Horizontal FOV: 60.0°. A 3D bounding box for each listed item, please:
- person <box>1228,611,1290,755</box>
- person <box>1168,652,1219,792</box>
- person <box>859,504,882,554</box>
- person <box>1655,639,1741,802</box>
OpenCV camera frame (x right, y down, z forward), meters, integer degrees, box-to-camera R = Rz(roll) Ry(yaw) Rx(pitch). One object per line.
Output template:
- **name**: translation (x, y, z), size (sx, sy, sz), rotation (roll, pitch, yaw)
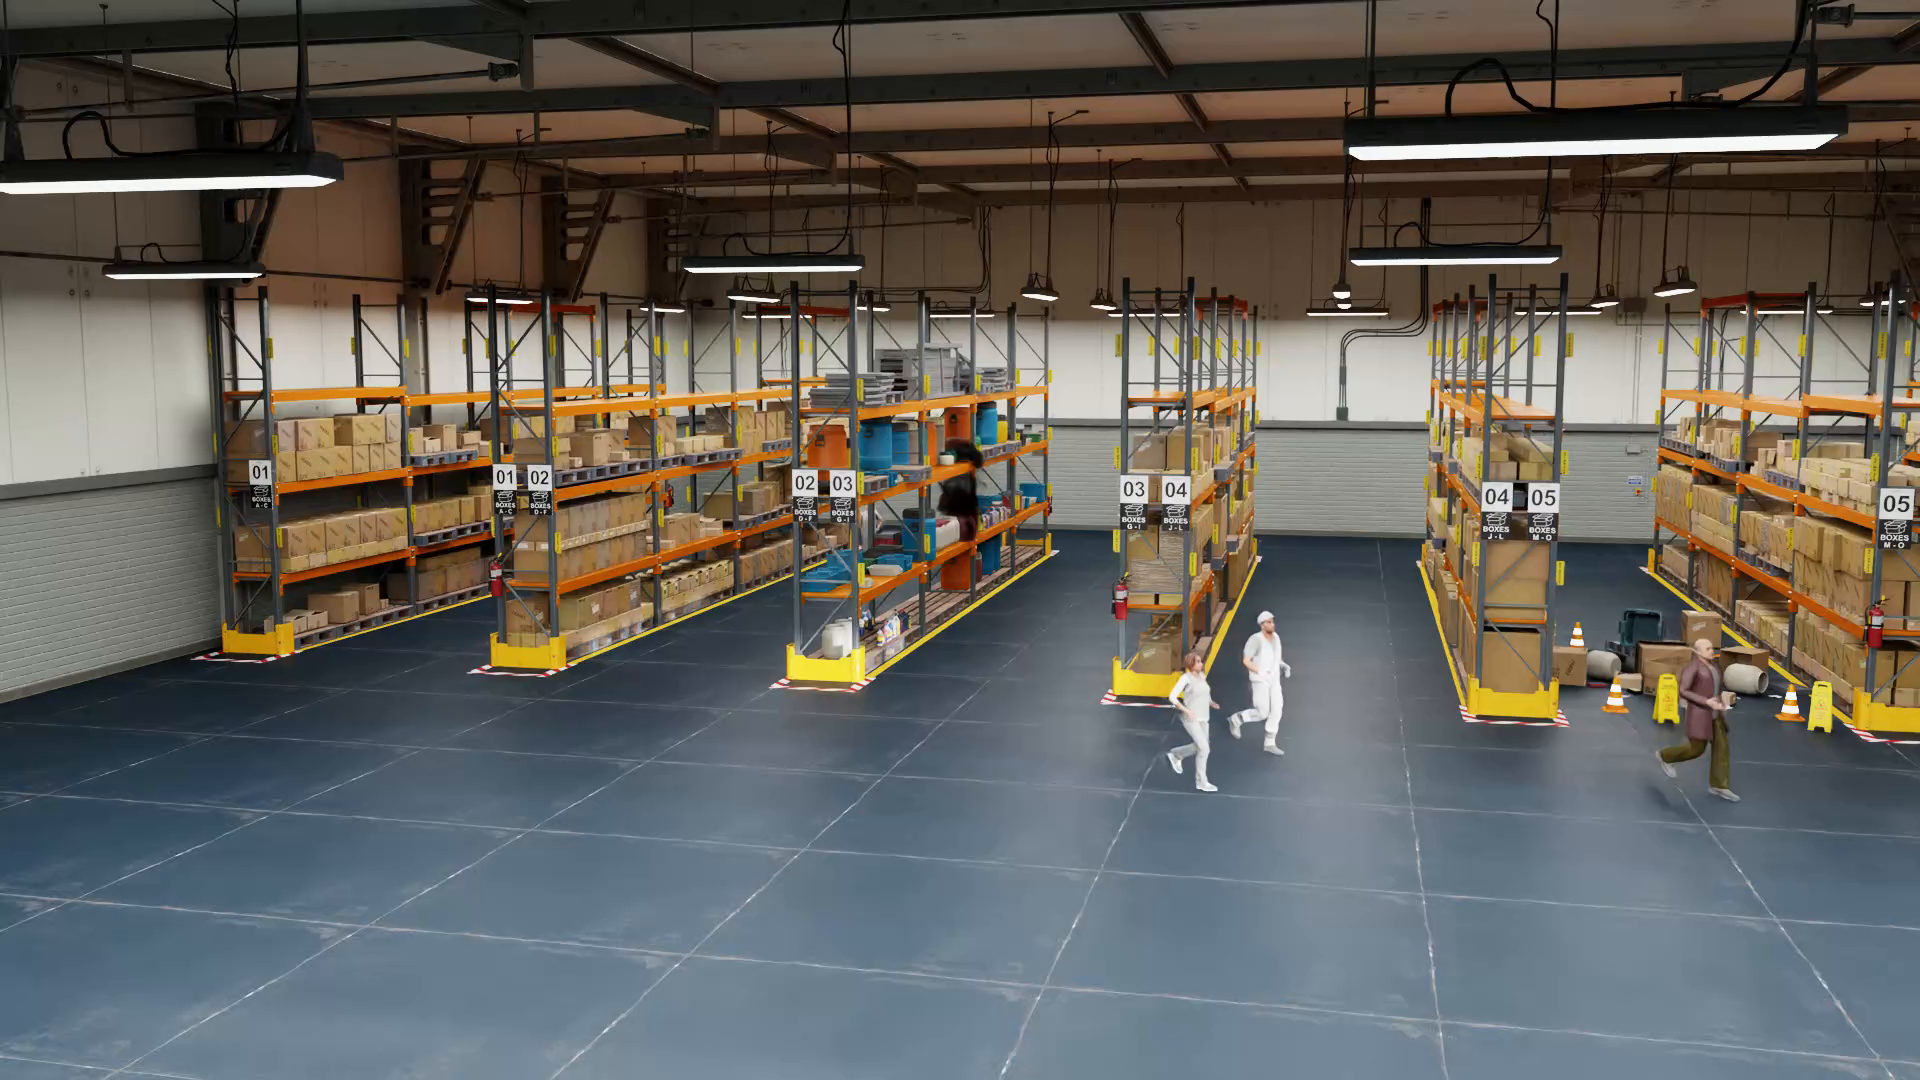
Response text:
- **person**: translation (3.772, 1.759, 20.776), size (0.661, 1.770, 0.791), rotation (-5, 8, -37)
- **person**: translation (2.644, 2.053, 18.974), size (0.547, 1.562, 0.736), rotation (-6, 9, -44)
- **person**: translation (-2.026, -0.073, 37.167), size (0.567, 1.664, 0.856), rotation (0, 7, 4)
- **person**: translation (8.370, 1.988, 18.764), size (0.722, 1.773, 1.021), rotation (-4, 8, -30)
